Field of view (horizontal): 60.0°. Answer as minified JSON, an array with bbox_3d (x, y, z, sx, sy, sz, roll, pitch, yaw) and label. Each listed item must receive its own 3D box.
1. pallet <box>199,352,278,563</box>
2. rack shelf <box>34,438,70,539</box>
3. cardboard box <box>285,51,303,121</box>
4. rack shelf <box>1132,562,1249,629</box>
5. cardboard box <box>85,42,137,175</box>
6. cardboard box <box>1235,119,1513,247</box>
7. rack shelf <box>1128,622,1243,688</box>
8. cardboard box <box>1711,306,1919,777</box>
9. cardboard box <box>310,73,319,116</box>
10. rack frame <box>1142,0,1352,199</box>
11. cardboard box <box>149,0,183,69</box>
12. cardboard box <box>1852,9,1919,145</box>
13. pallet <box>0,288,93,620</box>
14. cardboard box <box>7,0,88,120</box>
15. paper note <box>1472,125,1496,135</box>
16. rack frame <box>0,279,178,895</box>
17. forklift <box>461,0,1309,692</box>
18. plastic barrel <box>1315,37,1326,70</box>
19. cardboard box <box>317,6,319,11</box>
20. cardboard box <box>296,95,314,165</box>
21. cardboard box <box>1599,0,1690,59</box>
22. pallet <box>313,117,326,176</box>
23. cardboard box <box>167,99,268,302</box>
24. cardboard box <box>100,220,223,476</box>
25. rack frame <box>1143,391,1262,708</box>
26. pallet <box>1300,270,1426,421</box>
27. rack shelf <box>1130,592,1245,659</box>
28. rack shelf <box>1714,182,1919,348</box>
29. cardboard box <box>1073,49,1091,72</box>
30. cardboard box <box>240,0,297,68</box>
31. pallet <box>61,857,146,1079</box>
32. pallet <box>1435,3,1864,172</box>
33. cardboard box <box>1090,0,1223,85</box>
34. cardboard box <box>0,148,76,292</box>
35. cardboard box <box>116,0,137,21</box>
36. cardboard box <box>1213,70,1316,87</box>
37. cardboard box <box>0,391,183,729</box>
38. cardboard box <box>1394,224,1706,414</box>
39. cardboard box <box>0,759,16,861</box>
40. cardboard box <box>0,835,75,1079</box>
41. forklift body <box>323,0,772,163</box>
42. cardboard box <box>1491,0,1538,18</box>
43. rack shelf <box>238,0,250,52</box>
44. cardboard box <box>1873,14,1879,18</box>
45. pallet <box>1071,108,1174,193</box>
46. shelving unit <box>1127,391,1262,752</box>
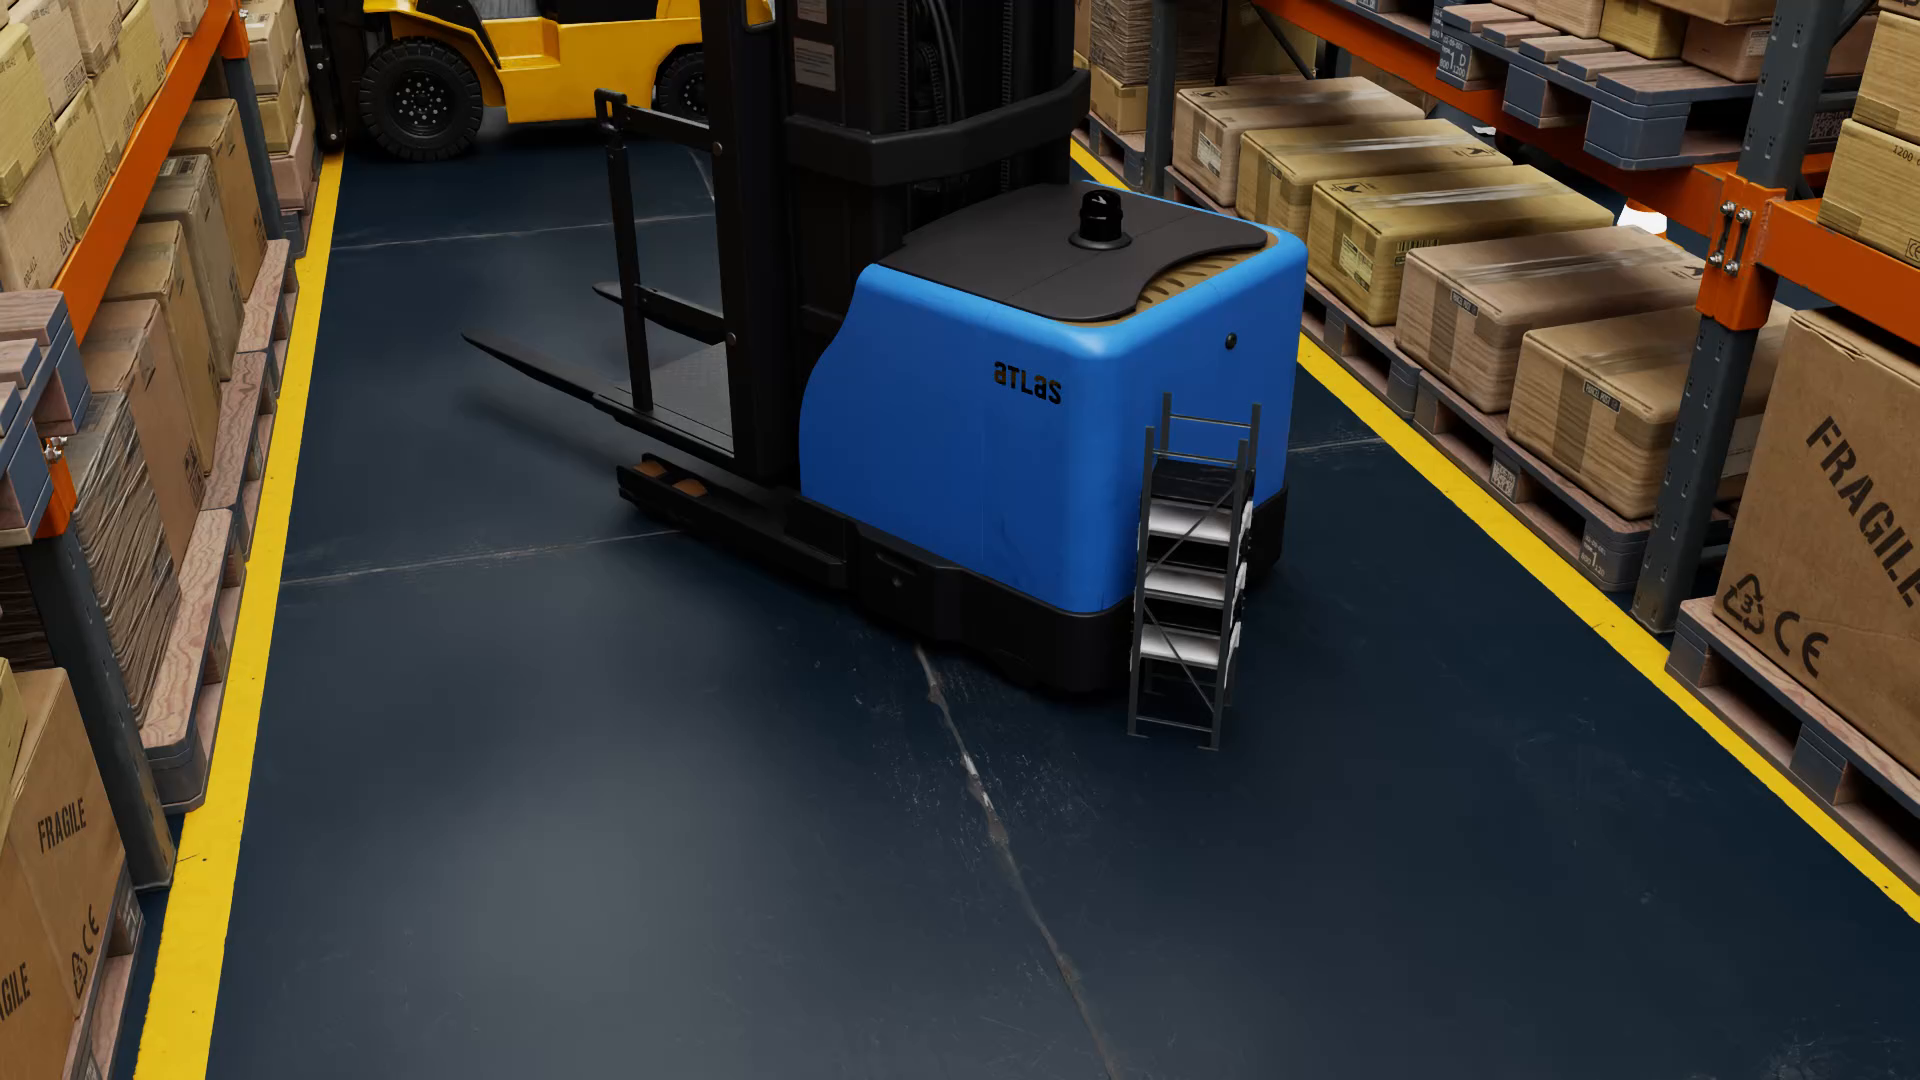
[{"bbox_3d":[-2.829,-0.237,5.449,1.003,0.211,1.213,-8,31,-13],"label":"pallet"},{"bbox_3d":[-1.797,0.824,1.550,1.077,0.370,4.000,-8,31,-13],"label":"rack shelf"},{"bbox_3d":[-3.356,-2.111,7.729,0.500,0.250,0.500,-8,31,-14],"label":"cardboard box"},{"bbox_3d":[0.584,0.120,4.210,0.258,0.077,0.200,9,31,15],"label":"rack shelf"},{"bbox_3d":[-2.482,-1.127,4.352,0.500,0.250,0.500,-9,31,-15],"label":"cardboard box"},{"bbox_3d":[1.731,-1.492,7.037,0.950,0.372,0.625,-6,31,-10],"label":"cardboard box"},{"bbox_3d":[0.584,0.276,4.301,0.258,0.077,0.200,9,31,15],"label":"rack shelf"},{"bbox_3d":[2.560,-0.033,4.014,0.875,0.875,0.875,-8,31,-14],"label":"cardboard box"},{"bbox_3d":[-3.615,-2.392,8.713,0.500,0.250,0.500,-7,31,-12],"label":"cardboard box"},{"bbox_3d":[1.395,-3.047,7.520,1.000,3.000,0.127,-8,31,-13],"label":"rack frame"},{"bbox_3d":[-2.762,-1.626,5.214,0.500,0.250,0.500,-8,31,-13],"label":"cardboard box"},{"bbox_3d":[2.353,-0.989,3.615,0.500,0.250,0.500,-8,31,-14],"label":"cardboard box"},{"bbox_3d":[-2.080,-0.052,2.537,1.213,0.211,1.003,-8,31,-13],"label":"pallet"},{"bbox_3d":[-2.342,-1.093,3.795,0.500,0.250,0.500,-7,31,-12],"label":"cardboard box"},{"bbox_3d":[2.900,-2.245,9.098,0.148,0.019,0.142,-8,31,-13],"label":"paper note"},{"bbox_3d":[-2.328,-0.453,3.039,1.000,3.000,0.127,-8,31,-13],"label":"rack frame"},{"bbox_3d":[-0.475,-1.473,4.869,3.031,2.935,1.130,23,37,34],"label":"forklift"},{"bbox_3d":[2.342,-3.068,10.127,0.512,0.421,0.421,13,32,21],"label":"plastic barrel"},{"bbox_3d":[-3.740,-2.841,8.991,0.500,0.250,0.500,-9,31,-14],"label":"cardboard box"},{"bbox_3d":[-3.348,-1.898,7.860,0.500,0.250,0.500,-9,31,-14],"label":"cardboard box"},{"bbox_3d":[2.002,-1.435,4.566,0.380,0.149,0.250,-7,31,-13],"label":"cardboard box"},{"bbox_3d":[-3.887,-2.158,8.768,1.003,0.211,1.213,-8,31,-13],"label":"pallet"},{"bbox_3d":[-3.240,-1.289,6.433,0.875,0.625,0.625,-6,31,-11],"label":"cardboard box"},{"bbox_3d":[-2.840,-0.550,5.157,0.875,0.625,0.625,-9,31,-15],"label":"cardboard box"},{"bbox_3d":[0.615,0.043,4.278,0.240,0.900,0.006,9,31,15],"label":"rack frame"},{"bbox_3d":[1.931,-0.874,6.549,1.003,0.211,1.213,-8,31,-13],"label":"pallet"},{"bbox_3d":[0.584,0.198,4.256,0.258,0.077,0.200,9,31,15],"label":"rack shelf"},{"bbox_3d":[2.988,0.162,2.693,1.077,0.370,4.000,-8,31,-13],"label":"rack shelf"},{"bbox_3d":[0.828,-2.544,8.977,0.500,0.250,0.500,-9,31,-15],"label":"cardboard box"},{"bbox_3d":[-3.341,-2.333,7.614,0.500,0.250,0.500,-8,31,-13],"label":"cardboard box"},{"bbox_3d":[-2.166,1.119,3.106,1.003,0.211,1.213,-8,31,-13],"label":"pallet"},{"bbox_3d":[2.165,-1.362,4.800,1.213,0.211,1.003,-8,31,-13],"label":"pallet"},{"bbox_3d":[0.980,-2.613,8.348,0.500,0.500,0.500,-8,31,-14],"label":"cardboard box"},{"bbox_3d":[-2.210,-0.635,3.503,0.500,0.250,0.500,-8,31,-13],"label":"cardboard box"},{"bbox_3d":[-2.623,-1.592,4.657,0.500,0.250,0.500,-7,31,-13],"label":"cardboard box"},{"bbox_3d":[1.499,-2.359,8.658,0.500,0.250,0.500,-9,31,-16],"label":"cardboard box"},{"bbox_3d":[-2.480,0.090,4.052,0.875,0.625,0.625,-7,31,-12],"label":"cardboard box"},{"bbox_3d":[2.113,-0.789,5.823,0.950,0.372,0.625,-8,31,-14],"label":"cardboard box"},{"bbox_3d":[-1.850,0.499,2.823,0.380,0.149,0.250,-9,31,-16],"label":"cardboard box"},{"bbox_3d":[-1.885,0.866,2.836,0.500,0.500,0.500,-8,31,-14],"label":"cardboard box"},{"bbox_3d":[-2.189,-3.276,8.764,2.313,2.155,1.214,-8,31,-13],"label":"forklift body"},{"bbox_3d":[1.833,-1.673,4.978,0.380,0.149,0.250,-9,31,-16],"label":"cardboard box"},{"bbox_3d":[-3.920,-3.040,8.225,1.077,0.370,4.000,-8,31,-13],"label":"rack shelf"},{"bbox_3d":[2.550,-1.370,4.454,0.380,0.149,0.250,-10,31,-16],"label":"cardboard box"},{"bbox_3d":[1.183,-2.160,8.771,1.003,0.211,1.213,-8,31,-13],"label":"pallet"},{"bbox_3d":[0.584,0.091,4.194,0.258,0.900,0.210,9,31,15],"label":"shelving unit"}]
